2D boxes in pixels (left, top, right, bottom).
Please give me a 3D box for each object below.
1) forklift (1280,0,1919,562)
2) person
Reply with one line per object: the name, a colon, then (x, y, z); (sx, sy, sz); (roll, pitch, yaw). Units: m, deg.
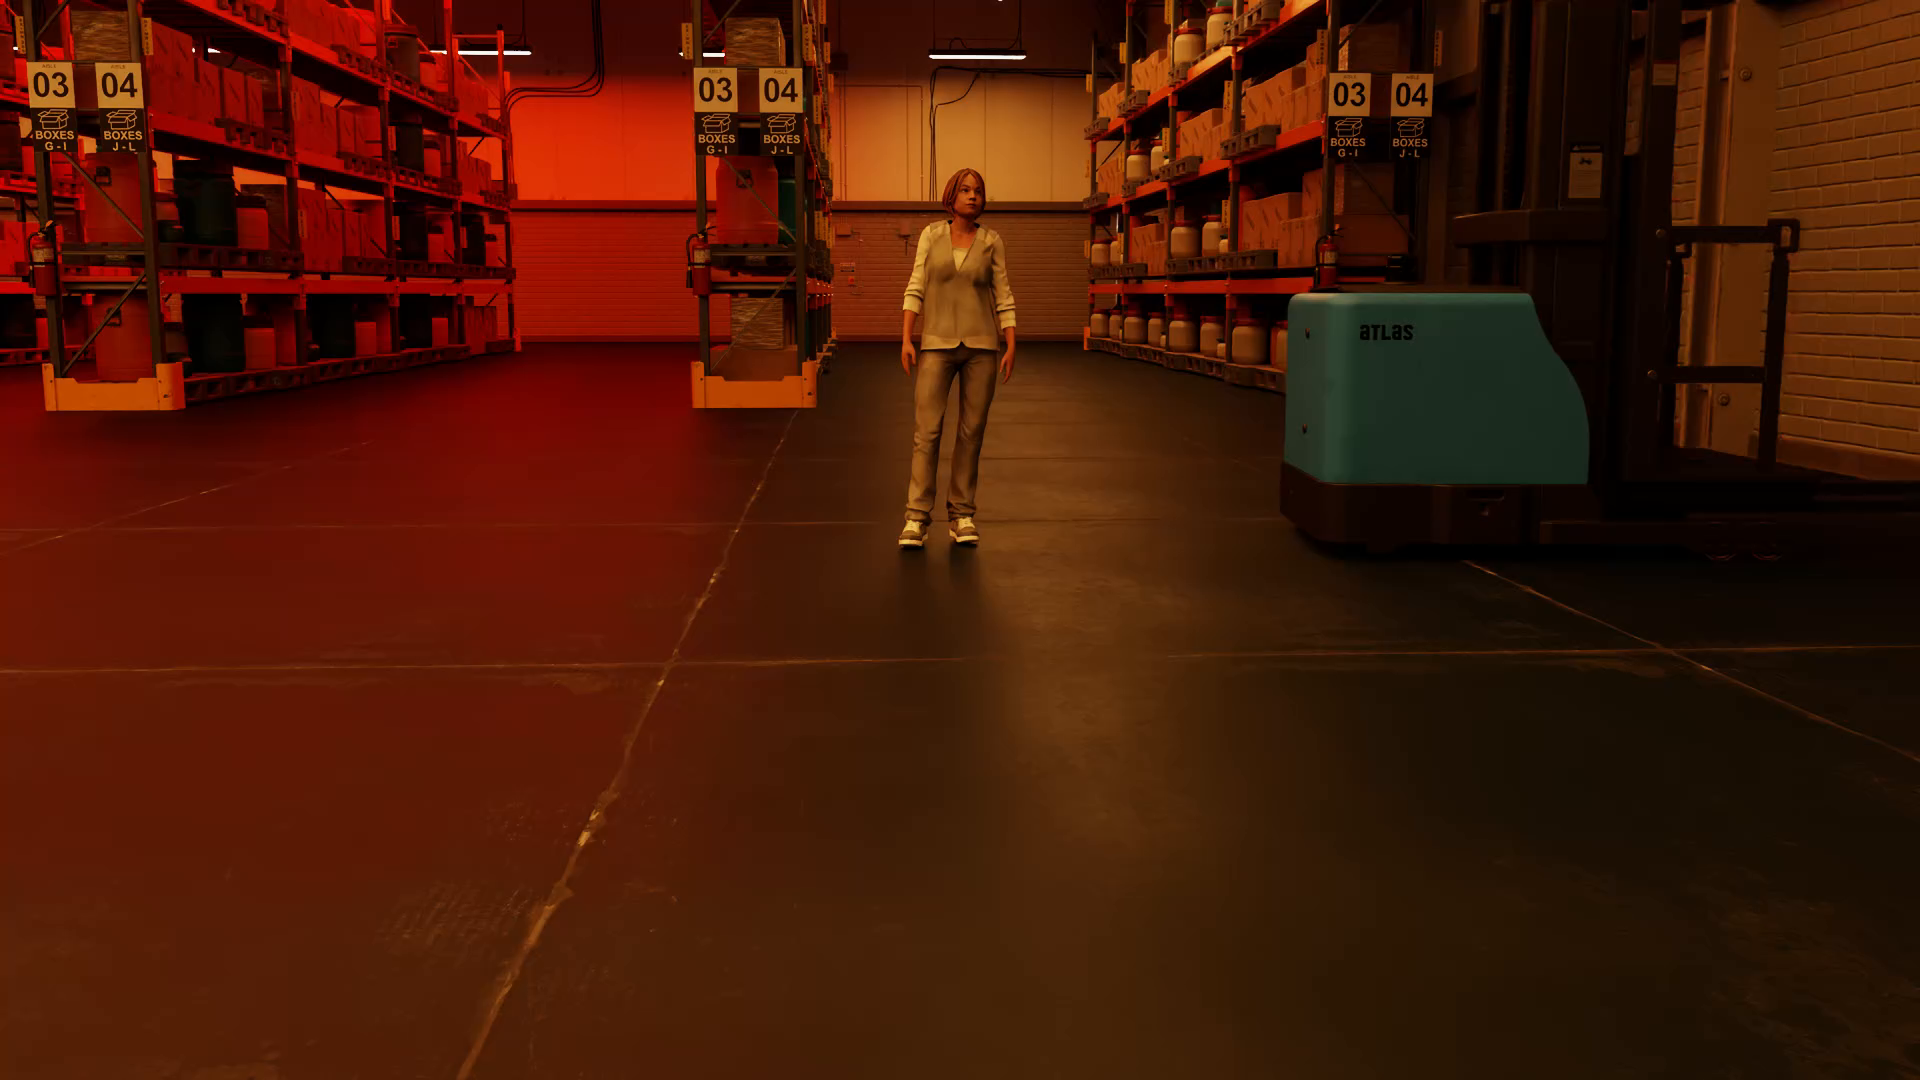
forklift: (2.985, -1.440, 7.030); (3.031, 2.935, 1.130); (0, 8, 0)
person: (-0.009, -0.786, 7.118); (0.521, 1.596, 0.475); (-1, 8, -4)
